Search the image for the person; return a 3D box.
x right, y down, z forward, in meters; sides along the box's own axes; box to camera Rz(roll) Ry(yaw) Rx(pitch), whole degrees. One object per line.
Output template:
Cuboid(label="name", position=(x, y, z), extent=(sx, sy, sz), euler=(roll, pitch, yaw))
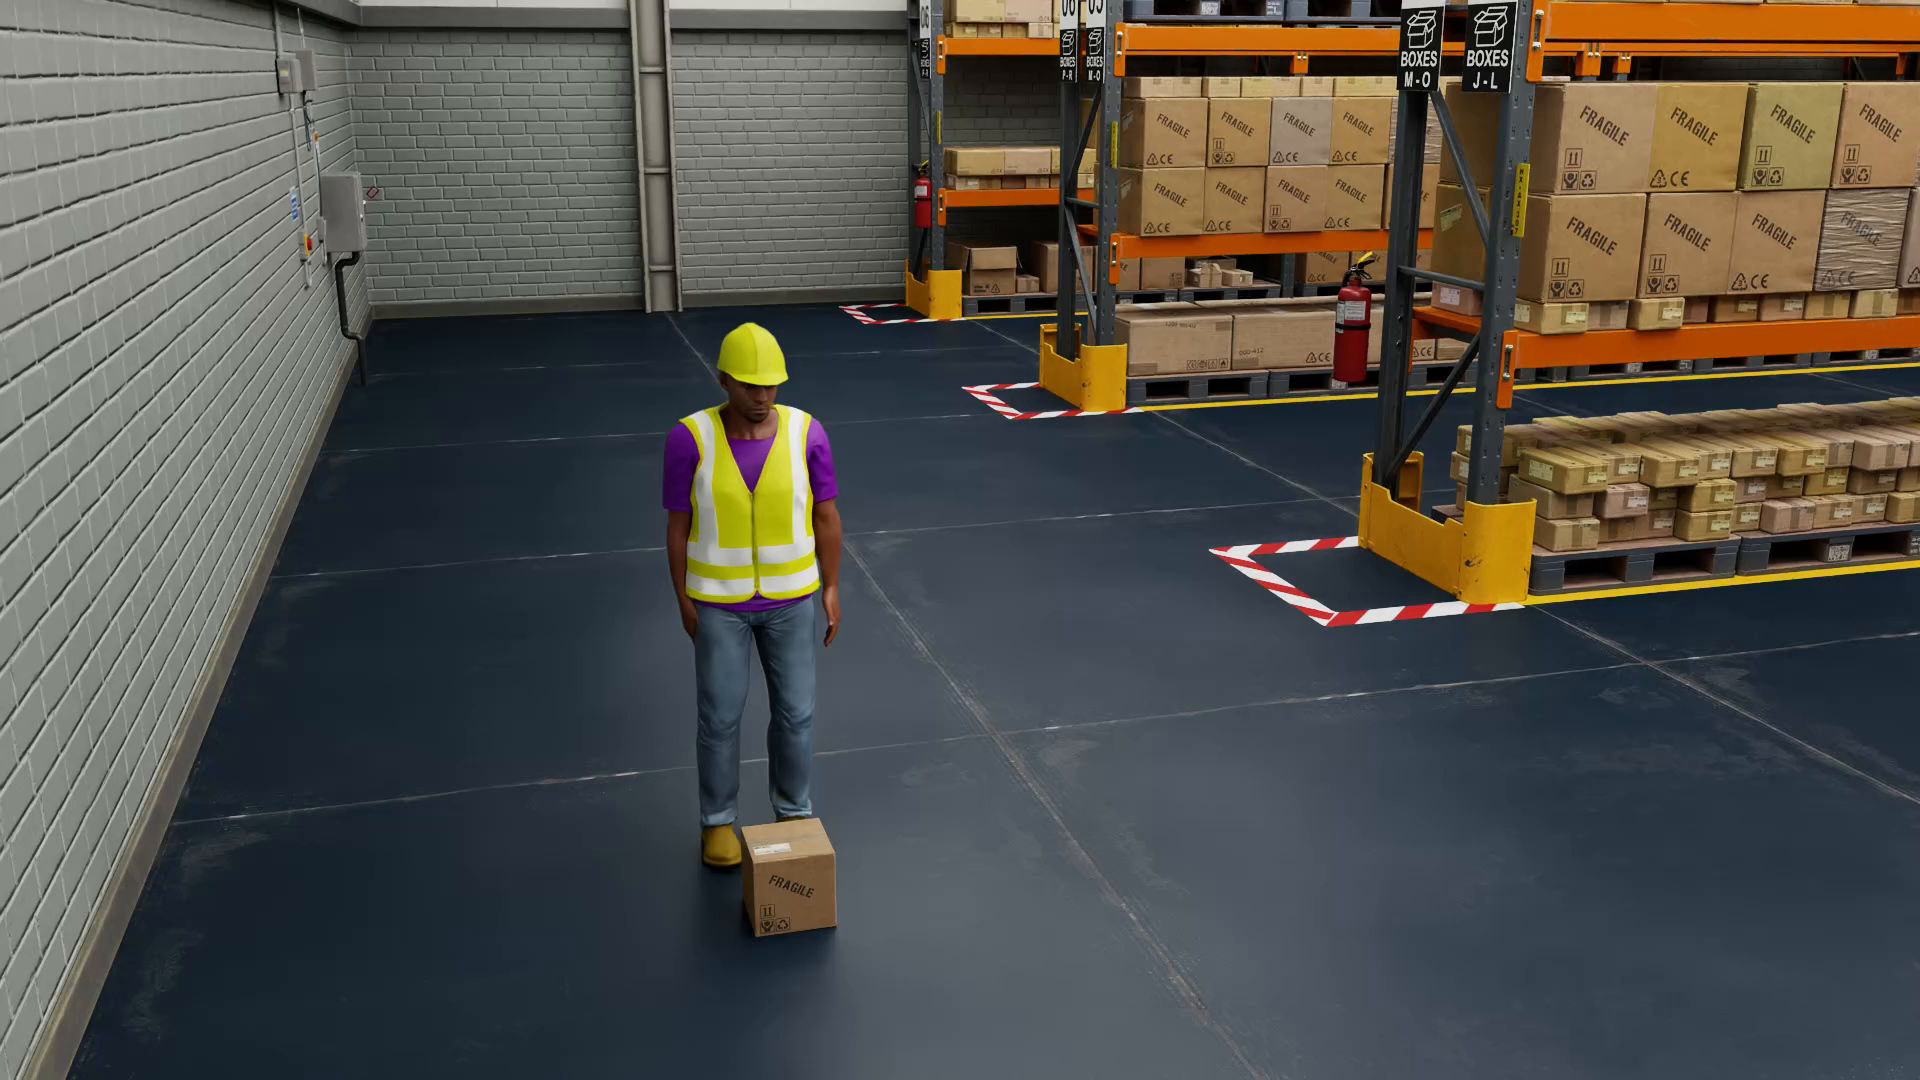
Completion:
Cuboid(label="person", position=(-0.654, 0.180, 5.363), extent=(0.566, 1.760, 0.366), euler=(-4, 16, -14))
